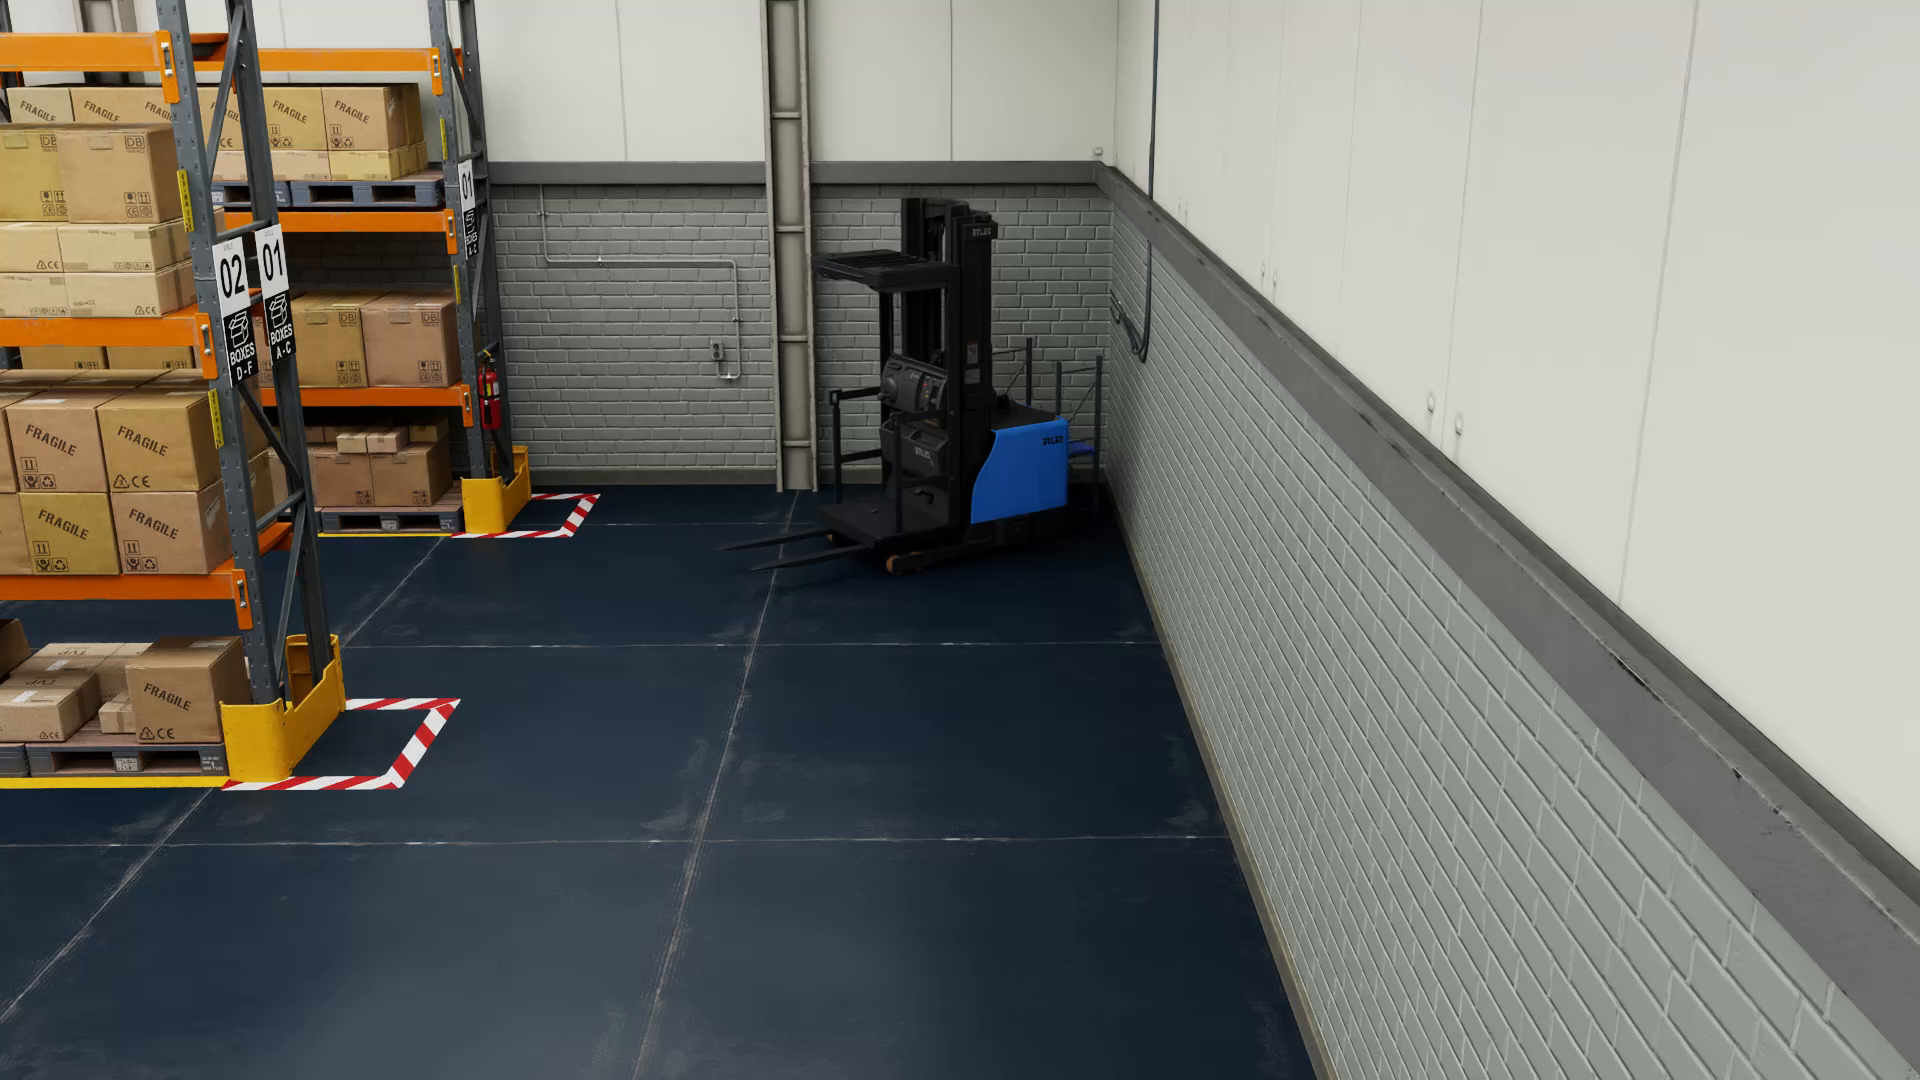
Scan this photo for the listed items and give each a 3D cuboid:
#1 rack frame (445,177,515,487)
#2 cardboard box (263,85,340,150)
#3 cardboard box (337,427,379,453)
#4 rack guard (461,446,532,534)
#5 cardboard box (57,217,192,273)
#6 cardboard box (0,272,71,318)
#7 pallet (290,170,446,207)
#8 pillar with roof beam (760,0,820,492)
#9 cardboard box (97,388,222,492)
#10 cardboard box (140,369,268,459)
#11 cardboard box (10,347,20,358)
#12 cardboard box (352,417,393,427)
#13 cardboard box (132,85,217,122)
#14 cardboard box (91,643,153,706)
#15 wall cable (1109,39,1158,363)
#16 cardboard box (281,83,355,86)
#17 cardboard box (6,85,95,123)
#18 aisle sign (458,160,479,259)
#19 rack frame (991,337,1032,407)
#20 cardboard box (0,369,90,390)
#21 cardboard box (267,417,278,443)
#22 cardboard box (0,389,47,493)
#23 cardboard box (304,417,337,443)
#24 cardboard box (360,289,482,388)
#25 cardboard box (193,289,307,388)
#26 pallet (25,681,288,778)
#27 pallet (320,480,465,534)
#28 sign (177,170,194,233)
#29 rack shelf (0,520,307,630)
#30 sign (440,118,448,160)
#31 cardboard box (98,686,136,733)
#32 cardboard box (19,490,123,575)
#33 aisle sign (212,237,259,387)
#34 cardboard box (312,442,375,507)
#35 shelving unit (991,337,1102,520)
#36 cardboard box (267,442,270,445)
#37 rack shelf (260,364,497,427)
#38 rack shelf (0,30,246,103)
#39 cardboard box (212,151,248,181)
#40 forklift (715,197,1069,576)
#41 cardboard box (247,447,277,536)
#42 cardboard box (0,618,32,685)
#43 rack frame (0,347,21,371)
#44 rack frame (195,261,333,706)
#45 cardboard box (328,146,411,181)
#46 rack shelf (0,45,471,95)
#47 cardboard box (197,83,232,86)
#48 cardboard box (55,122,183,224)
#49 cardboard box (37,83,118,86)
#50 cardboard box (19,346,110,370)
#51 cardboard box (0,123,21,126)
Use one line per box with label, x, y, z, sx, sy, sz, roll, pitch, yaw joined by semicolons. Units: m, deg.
rack frame;-4.252;-1.662;14.819;0.127;3.000;1.000;0;18;-1
cardboard box;-5.480;-3.538;13.922;0.500;0.500;0.500;0;18;1
cardboard box;-5.331;-0.889;14.752;0.250;0.149;0.380;0;18;1
rack guard;-4.228;-0.472;15.201;0.348;0.500;1.175;0;18;-1
cardboard box;-4.679;-1.664;9.340;0.500;0.250;0.500;0;18;-1
cardboard box;-5.179;-1.424;9.411;0.500;0.250;0.500;0;18;-1
pallet;-4.993;-3.042;14.353;1.213;0.211;1.003;0;18;-1
pillar with roof beam;-1.498;-3.481;10.668;0.400;9.000;9.100;0;18;-1
cardboard box;-4.610;-0.587;9.666;0.500;0.500;0.500;0;18;-1
cardboard box;-4.617;-0.751;10.179;0.500;0.500;0.500;0;18;1
cardboard box;-8.715;-1.916;14.928;0.500;0.500;0.500;-1;18;-3
cardboard box;-5.335;-1.006;15.115;0.250;0.149;0.380;0;18;-1
cardboard box;-6.526;-3.531;13.899;0.500;0.500;0.500;0;18;-1
cardboard box;-5.218;0.869;10.710;0.500;0.250;0.500;0;18;-1
wall cable;1.409;-2.958;14.121;0.112;2.526;3.097;0;18;-1
cardboard box;-5.514;-3.694;14.408;0.500;0.500;0.500;-1;18;-2
cardboard box;-7.534;-3.522;13.873;0.500;0.500;0.500;0;18;-1
aisle sign;-4.175;-2.809;14.137;0.004;0.787;0.394;0;18;-1
rack frame;0.460;-1.132;15.621;0.500;1.500;0.032;-12;21;-33
cardboard box;-5.640;-0.746;10.161;0.500;0.500;0.500;0;18;0
cardboard box;-6.349;-1.001;15.100;0.250;0.149;0.380;-1;18;-2
cardboard box;-5.634;-0.580;9.645;0.500;0.500;0.500;0;18;1
cardboard box;-5.839;-1.003;15.108;0.250;0.149;0.380;0;18;0
cardboard box;-4.761;-1.800;14.756;0.700;0.700;0.980;1;18;2
cardboard box;-6.251;-1.792;14.731;0.700;0.700;0.980;-1;18;-4
pallet;-5.043;1.183;10.514;1.213;0.211;1.003;0;18;-1
pallet;-5.050;-0.307;15.158;1.213;0.211;1.003;0;18;-1
sign;-4.181;-1.830;8.980;0.005;0.325;0.100;0;18;-1
rack shelf;-6.169;0.203;10.182;4.000;0.370;1.077;0;18;-1
sign;-4.257;-3.309;13.720;0.005;0.325;0.100;0;18;-1
cardboard box;-5.116;1.043;10.305;0.250;0.166;0.380;0;18;-1
cardboard box;-5.132;-0.108;9.810;0.500;0.500;0.500;0;18;0
aisle sign;-4.097;-1.294;9.415;0.004;0.787;0.394;0;18;-1
cardboard box;-5.450;-0.636;15.023;0.500;0.500;0.700;0;18;-1
shelving unit;0.754;-1.005;15.226;0.538;1.500;1.048;-12;21;-33
cardboard box;-6.486;-0.628;15.000;0.500;0.500;0.700;0;18;0
rack shelf;-6.251;-1.310;14.898;4.000;0.370;1.077;0;18;-1
rack shelf;-6.169;-2.652;9.266;4.000;0.370;1.077;0;18;-1
cardboard box;-6.020;-3.175;14.019;0.500;0.250;0.500;-1;18;-3
forklift;-0.558;-1.287;13.762;3.031;2.935;1.130;-11;21;-32
cardboard box;-4.617;-0.275;10.331;0.500;0.500;0.500;0;18;0
cardboard box;-6.291;0.839;10.390;0.637;0.503;0.797;0;18;-1
rack frame;-8.251;-1.643;14.759;0.127;3.000;1.000;0;18;-1
rack frame;-4.170;-0.149;10.102;0.127;3.000;1.000;0;18;-1
cardboard box;-4.980;-3.182;14.040;0.500;0.250;0.500;0;18;1
rack shelf;-6.251;-3.976;14.043;4.000;0.370;1.077;0;18;-1
cardboard box;-6.517;-3.691;14.399;0.500;0.500;0.500;-1;18;-3
cardboard box;-4.683;-2.094;9.453;0.500;0.500;0.700;0;18;-1
cardboard box;-7.556;-3.679;14.362;0.500;0.500;0.500;0;18;-1
cardboard box;-7.708;-1.783;14.705;0.700;0.700;0.980;0;18;0
cardboard box;-5.683;-2.082;9.417;0.500;0.500;0.700;0;18;-1
